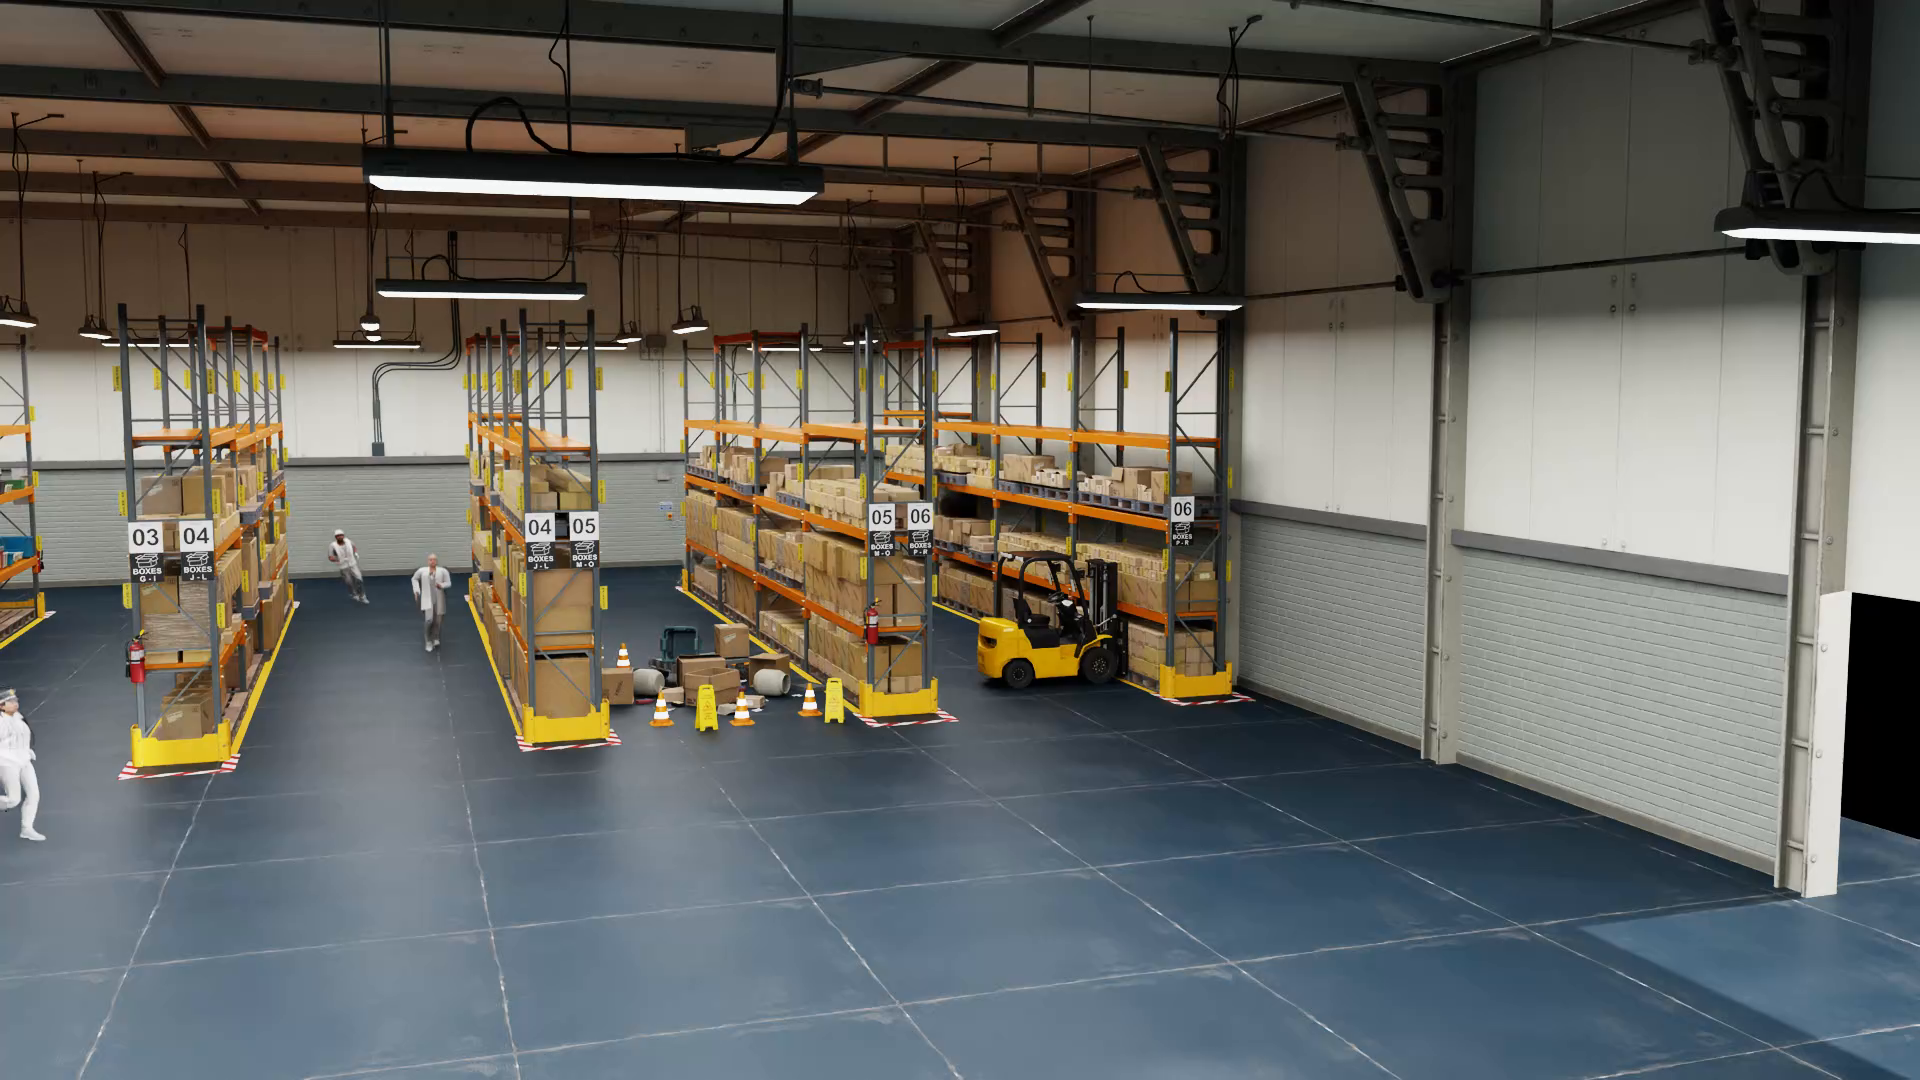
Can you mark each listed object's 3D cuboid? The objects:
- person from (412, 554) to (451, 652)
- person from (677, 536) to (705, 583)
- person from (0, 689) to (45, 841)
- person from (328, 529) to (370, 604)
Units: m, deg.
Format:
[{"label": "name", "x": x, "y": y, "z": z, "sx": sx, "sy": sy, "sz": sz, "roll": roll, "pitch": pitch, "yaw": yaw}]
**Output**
[{"label": "person", "x": -9.867, "y": 1.175, "z": 31.132, "sx": 0.672, "sy": 1.825, "sz": 0.801, "roll": -3, "pitch": 6, "yaw": -25}, {"label": "person", "x": -6.661, "y": 0.206, "z": 41.329, "sx": 0.870, "sy": 1.780, "sz": 0.709, "roll": 1, "pitch": 5, "yaw": 9}, {"label": "person", "x": -10.421, "y": 2.461, "z": 18.238, "sx": 0.774, "sy": 1.683, "sz": 0.626, "roll": 1, "pitch": 5, "yaw": 8}, {"label": "person", "x": -13.833, "y": 0.610, "z": 37.494, "sx": 0.832, "sy": 1.747, "sz": 0.661, "roll": -4, "pitch": 7, "yaw": -39}]
